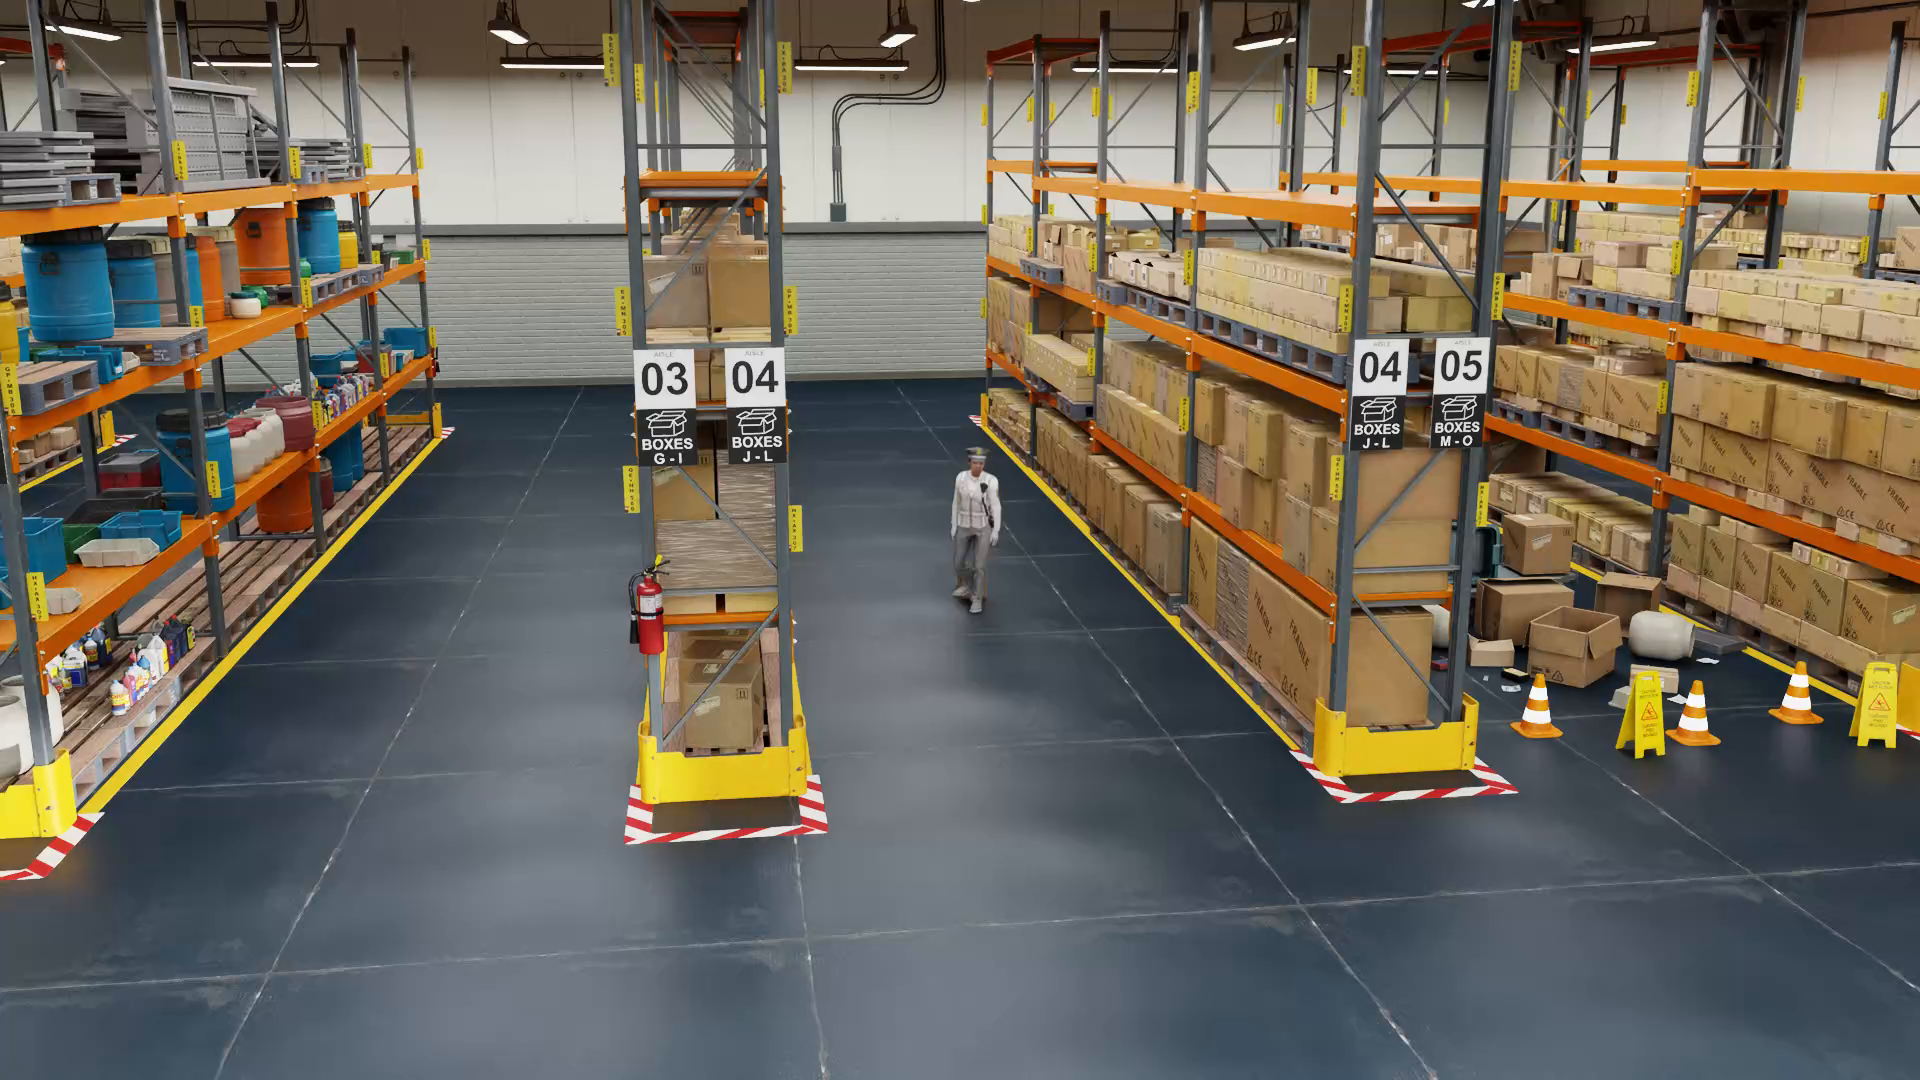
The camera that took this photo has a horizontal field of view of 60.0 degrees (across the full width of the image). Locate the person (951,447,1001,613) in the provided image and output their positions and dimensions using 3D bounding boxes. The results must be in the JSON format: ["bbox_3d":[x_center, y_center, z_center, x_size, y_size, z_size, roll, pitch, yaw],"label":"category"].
[{"bbox_3d":[0.160,-0.129,16.500,0.533,1.669,0.530,4,14,16],"label":"person"}]
